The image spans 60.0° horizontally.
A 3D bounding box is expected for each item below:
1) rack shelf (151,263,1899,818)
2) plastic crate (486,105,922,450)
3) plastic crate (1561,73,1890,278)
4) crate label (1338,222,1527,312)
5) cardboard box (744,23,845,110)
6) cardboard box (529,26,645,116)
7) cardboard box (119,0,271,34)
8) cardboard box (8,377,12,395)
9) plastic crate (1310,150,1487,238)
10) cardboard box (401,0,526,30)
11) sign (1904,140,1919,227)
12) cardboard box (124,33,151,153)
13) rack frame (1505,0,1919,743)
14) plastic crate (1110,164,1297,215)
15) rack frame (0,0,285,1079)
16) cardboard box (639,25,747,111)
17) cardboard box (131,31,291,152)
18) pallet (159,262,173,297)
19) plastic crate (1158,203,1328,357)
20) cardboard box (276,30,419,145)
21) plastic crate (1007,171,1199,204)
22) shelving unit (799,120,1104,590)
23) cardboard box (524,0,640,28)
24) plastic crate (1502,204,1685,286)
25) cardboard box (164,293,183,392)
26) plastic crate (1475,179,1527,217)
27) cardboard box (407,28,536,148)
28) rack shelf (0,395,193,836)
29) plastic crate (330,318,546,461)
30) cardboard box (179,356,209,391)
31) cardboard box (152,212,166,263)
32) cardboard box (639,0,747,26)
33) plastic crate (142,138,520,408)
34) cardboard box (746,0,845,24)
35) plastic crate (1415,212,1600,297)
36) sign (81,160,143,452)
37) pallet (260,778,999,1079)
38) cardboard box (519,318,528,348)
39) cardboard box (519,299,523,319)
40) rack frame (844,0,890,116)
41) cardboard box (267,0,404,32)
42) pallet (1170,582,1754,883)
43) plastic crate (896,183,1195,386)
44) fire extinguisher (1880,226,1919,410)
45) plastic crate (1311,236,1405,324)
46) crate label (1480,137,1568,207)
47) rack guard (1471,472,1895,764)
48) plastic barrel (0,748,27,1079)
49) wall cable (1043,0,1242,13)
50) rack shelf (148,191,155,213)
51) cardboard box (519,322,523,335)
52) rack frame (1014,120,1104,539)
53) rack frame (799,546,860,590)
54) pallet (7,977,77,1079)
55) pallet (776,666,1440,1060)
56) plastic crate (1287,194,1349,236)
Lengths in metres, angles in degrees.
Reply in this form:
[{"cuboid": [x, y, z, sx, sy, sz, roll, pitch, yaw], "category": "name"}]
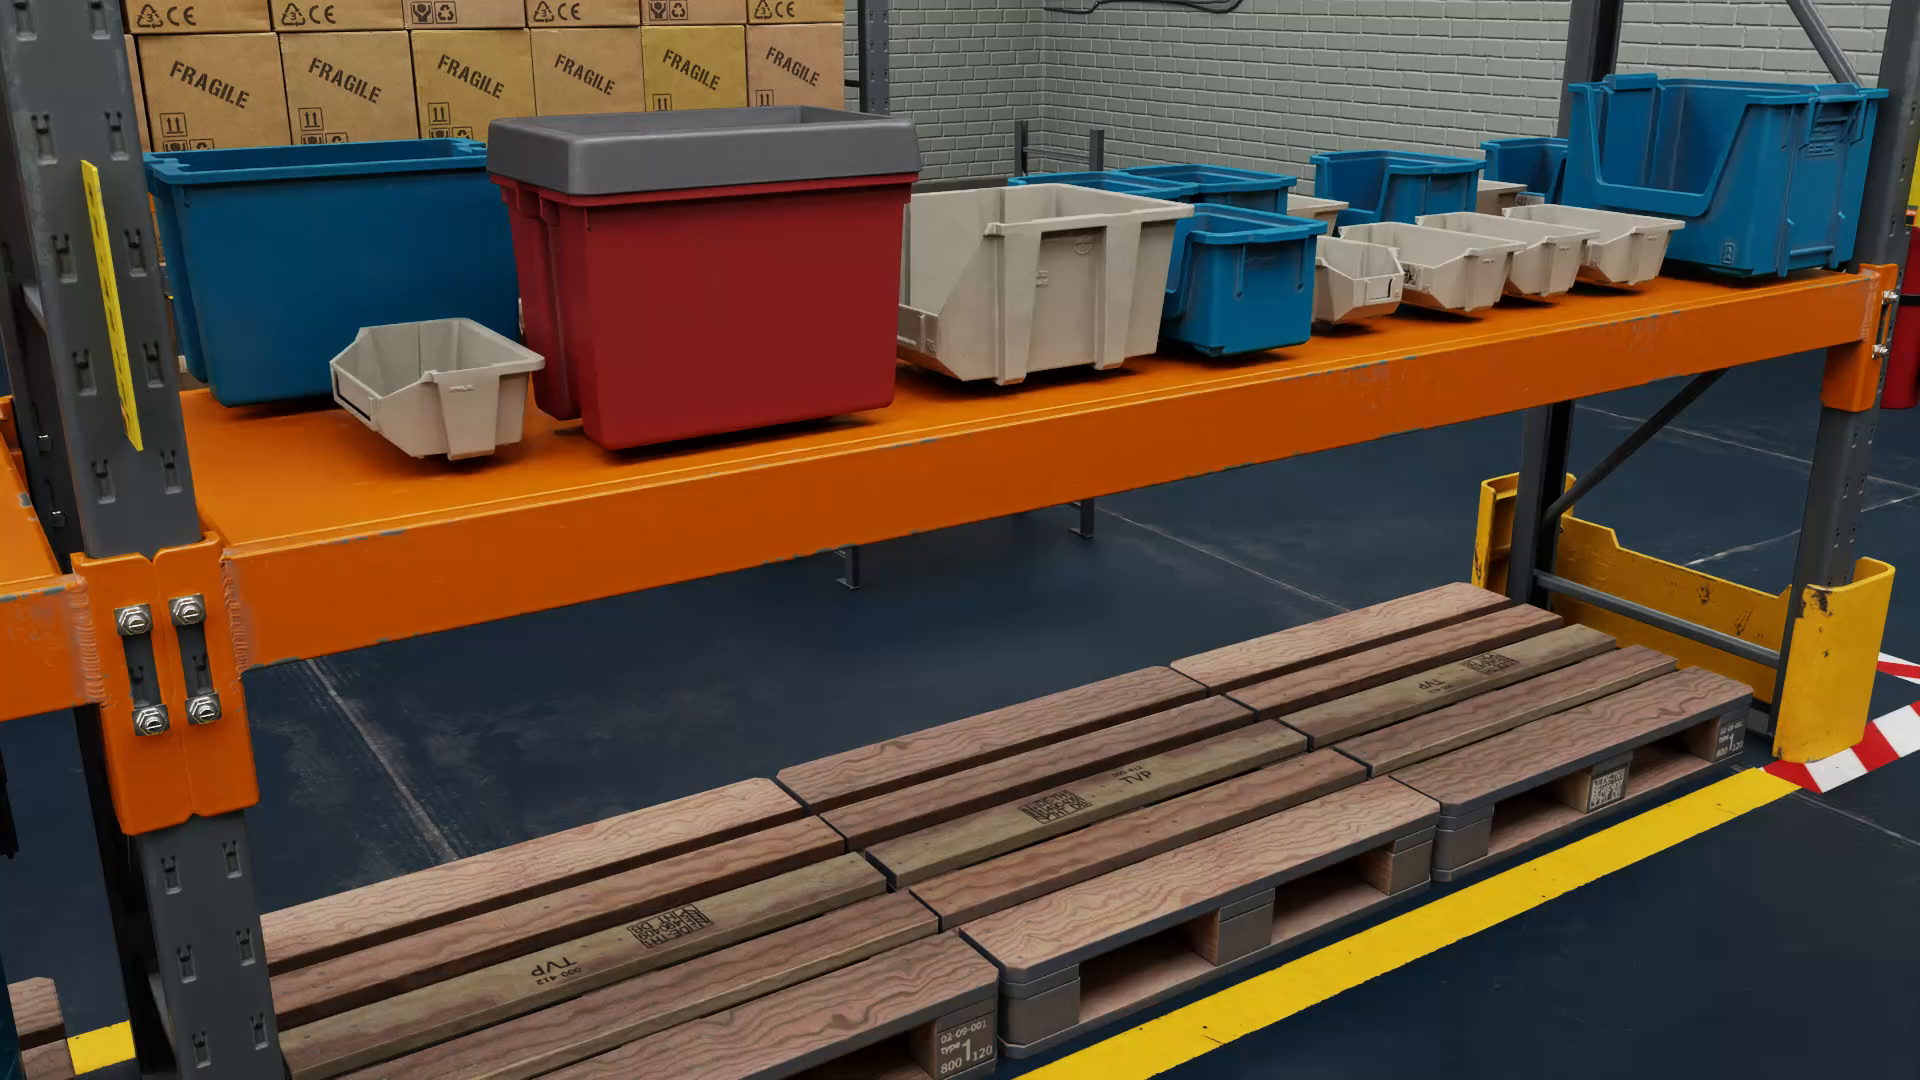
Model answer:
[{"cuboid": [0.387, -0.297, 3.564, 4.000, 0.370, 1.077, -12, 22, -31], "category": "rack shelf"}, {"cuboid": [-0.400, -0.435, 2.654, 0.583, 0.464, 0.402, -12, 22, -31], "category": "plastic crate"}, {"cuboid": [1.881, -0.927, 4.153, 0.499, 0.435, 0.616, -12, 22, -31], "category": "plastic crate"}, {"cuboid": [1.007, -0.599, 3.651, 0.243, 0.136, 0.396, -12, 22, -31], "category": "crate label"}, {"cuboid": [-0.888, -2.212, 7.947, 0.500, 0.500, 0.500, -11, 22, -30], "category": "cardboard box"}, {"cuboid": [-1.739, -2.033, 7.419, 0.500, 0.500, 0.500, -12, 22, -31], "category": "cardboard box"}, {"cuboid": [-3.025, -2.231, 6.444, 0.500, 0.500, 0.500, -13, 22, -33], "category": "cardboard box"}, {"cuboid": [-3.535, -0.562, 6.736, 0.500, 0.311, 0.500, -12, 22, -31], "category": "cardboard box"}, {"cuboid": [1.120, -0.868, 4.297, 0.300, 0.233, 0.416, -12, 22, -31], "category": "plastic crate"}, {"cuboid": [-2.165, -2.413, 6.981, 0.500, 0.500, 0.500, -11, 22, -30], "category": "cardboard box"}, {"cuboid": [2.374, -0.923, 4.038, 0.005, 0.325, 0.100, -12, 22, -31], "category": "sign"}, {"cuboid": [-3.429, -1.676, 6.362, 0.500, 0.500, 0.500, -11, 22, -30], "category": "cardboard box"}, {"cuboid": [2.057, -0.990, 4.491, 0.127, 3.000, 1.000, -12, 22, -31], "category": "rack frame"}, {"cuboid": [0.571, -0.752, 3.954, 0.300, 0.233, 0.416, -12, 22, -31], "category": "plastic crate"}, {"cuboid": [-1.283, -0.286, 2.407, 0.127, 3.000, 1.000, -12, 22, -31], "category": "rack frame"}, {"cuboid": [-1.319, -2.119, 7.674, 0.500, 0.500, 0.500, -12, 22, -31], "category": "cardboard box"}, {"cuboid": [-3.003, -1.767, 6.631, 0.500, 0.500, 0.500, -11, 22, -30], "category": "cardboard box"}, {"cuboid": [-5.034, -1.944, 11.666, 1.213, 0.211, 1.003, -12, 22, -31], "category": "pallet"}, {"cuboid": [0.483, -0.509, 3.235, 0.300, 0.233, 0.416, -12, 22, -31], "category": "plastic crate"}, {"cuboid": [-2.584, -1.854, 6.890, 0.500, 0.500, 0.500, -12, 22, -32], "category": "cardboard box"}, {"cuboid": [0.320, -0.699, 3.798, 0.300, 0.233, 0.416, -12, 22, -31], "category": "plastic crate"}, {"cuboid": [-0.071, -0.695, 5.960, 1.048, 1.500, 0.538, -12, 22, -31], "category": "shelving unit"}, {"cuboid": [-1.736, -2.503, 7.249, 0.500, 0.500, 0.500, -11, 22, -30], "category": "cardboard box"}, {"cuboid": [1.476, -0.702, 3.955, 0.243, 0.136, 0.396, -12, 22, -31], "category": "plastic crate"}, {"cuboid": [-3.685, -0.812, 7.179, 0.500, 0.500, 0.500, -12, 22, -31], "category": "cardboard box"}, {"cuboid": [1.357, -0.904, 4.554, 0.298, 0.136, 0.250, -12, 22, -31], "category": "plastic crate"}, {"cuboid": [-2.160, -1.944, 7.156, 0.500, 0.500, 0.500, -12, 22, -32], "category": "cardboard box"}, {"cuboid": [-2.954, 0.407, 1.480, 4.000, 0.370, 1.077, -12, 22, -31], "category": "rack shelf"}, {"cuboid": [-0.816, -0.233, 2.569, 0.243, 0.136, 0.396, -12, 22, -31], "category": "plastic crate"}, {"cuboid": [-3.404, -0.728, 7.478, 0.250, 0.149, 0.380, -12, 22, -31], "category": "cardboard box"}, {"cuboid": [-5.630, -2.143, 11.146, 0.500, 0.500, 0.700, -12, 22, -32], "category": "cardboard box"}, {"cuboid": [-1.306, -2.596, 7.522, 0.500, 0.500, 0.500, -11, 22, -30], "category": "cardboard box"}, {"cuboid": [-1.081, -0.480, 2.913, 0.575, 0.384, 0.392, -12, 22, -31], "category": "plastic crate"}, {"cuboid": [-0.884, -2.685, 7.786, 0.500, 0.500, 0.500, -12, 22, -32], "category": "cardboard box"}, {"cuboid": [1.226, -0.655, 3.816, 0.243, 0.136, 0.396, -12, 22, -31], "category": "plastic crate"}, {"cuboid": [-0.982, -0.270, 1.926, 0.005, 0.325, 0.100, -12, 22, -31], "category": "sign"}, {"cuboid": [-0.690, 0.895, 3.267, 1.213, 0.211, 1.003, -12, 22, -31], "category": "pallet"}, {"cuboid": [-1.792, -0.901, 7.832, 0.500, 0.250, 0.500, -12, 22, -31], "category": "cardboard box"}, {"cuboid": [-2.109, -1.026, 8.202, 0.500, 0.250, 0.500, -12, 22, -31], "category": "cardboard box"}, {"cuboid": [-0.664, -2.316, 8.412, 0.127, 3.000, 1.000, -12, 22, -31], "category": "rack frame"}, {"cuboid": [-2.596, -2.322, 6.711, 0.500, 0.500, 0.500, -13, 22, -33], "category": "cardboard box"}, {"cuboid": [1.347, 0.465, 4.539, 1.213, 0.211, 1.003, -12, 22, -31], "category": "pallet"}, {"cuboid": [0.093, -0.478, 3.066, 0.530, 0.282, 0.437, -12, 22, -31], "category": "plastic crate"}, {"cuboid": [2.433, -0.682, 4.282, 0.183, 0.674, 0.296, -12, 22, -31], "category": "fire extinguisher"}, {"cuboid": [0.770, -0.542, 3.483, 0.250, 0.136, 0.298, -12, 22, -31], "category": "plastic crate"}, {"cuboid": [1.670, -0.984, 4.640, 0.303, 0.233, 0.416, -12, 22, -31], "category": "crate label"}, {"cuboid": [2.070, 0.186, 4.914, 0.348, 0.500, 1.175, -12, 22, -31], "category": "rack guard"}, {"cuboid": [-1.747, 0.600, 2.406, 0.708, 0.901, 0.600, -12, 22, -31], "category": "plastic barrel"}, {"cuboid": [1.529, -5.912, 14.530, 0.112, 2.526, 3.097, -12, 22, -31], "category": "wall cable"}, {"cuboid": [-2.334, -1.623, 7.485, 4.000, 0.370, 1.077, -12, 22, -31], "category": "rack shelf"}, {"cuboid": [-2.438, -0.970, 7.640, 0.637, 0.503, 0.797, -12, 22, -31], "category": "cardboard box"}, {"cuboid": [0.353, -0.785, 6.225, 0.032, 1.500, 0.500, -12, 22, -31], "category": "rack frame"}, {"cuboid": [-0.496, -0.606, 5.695, 0.032, 1.500, 0.500, -12, 22, -31], "category": "rack frame"}, {"cuboid": [-1.951, 1.160, 2.484, 1.213, 0.211, 1.003, -12, 22, -31], "category": "pallet"}, {"cuboid": [0.329, 0.679, 3.907, 1.213, 0.211, 1.003, -12, 22, -31], "category": "pallet"}, {"cuboid": [0.790, -0.785, 4.200, 0.298, 0.136, 0.250, -12, 22, -31], "category": "plastic crate"}]
